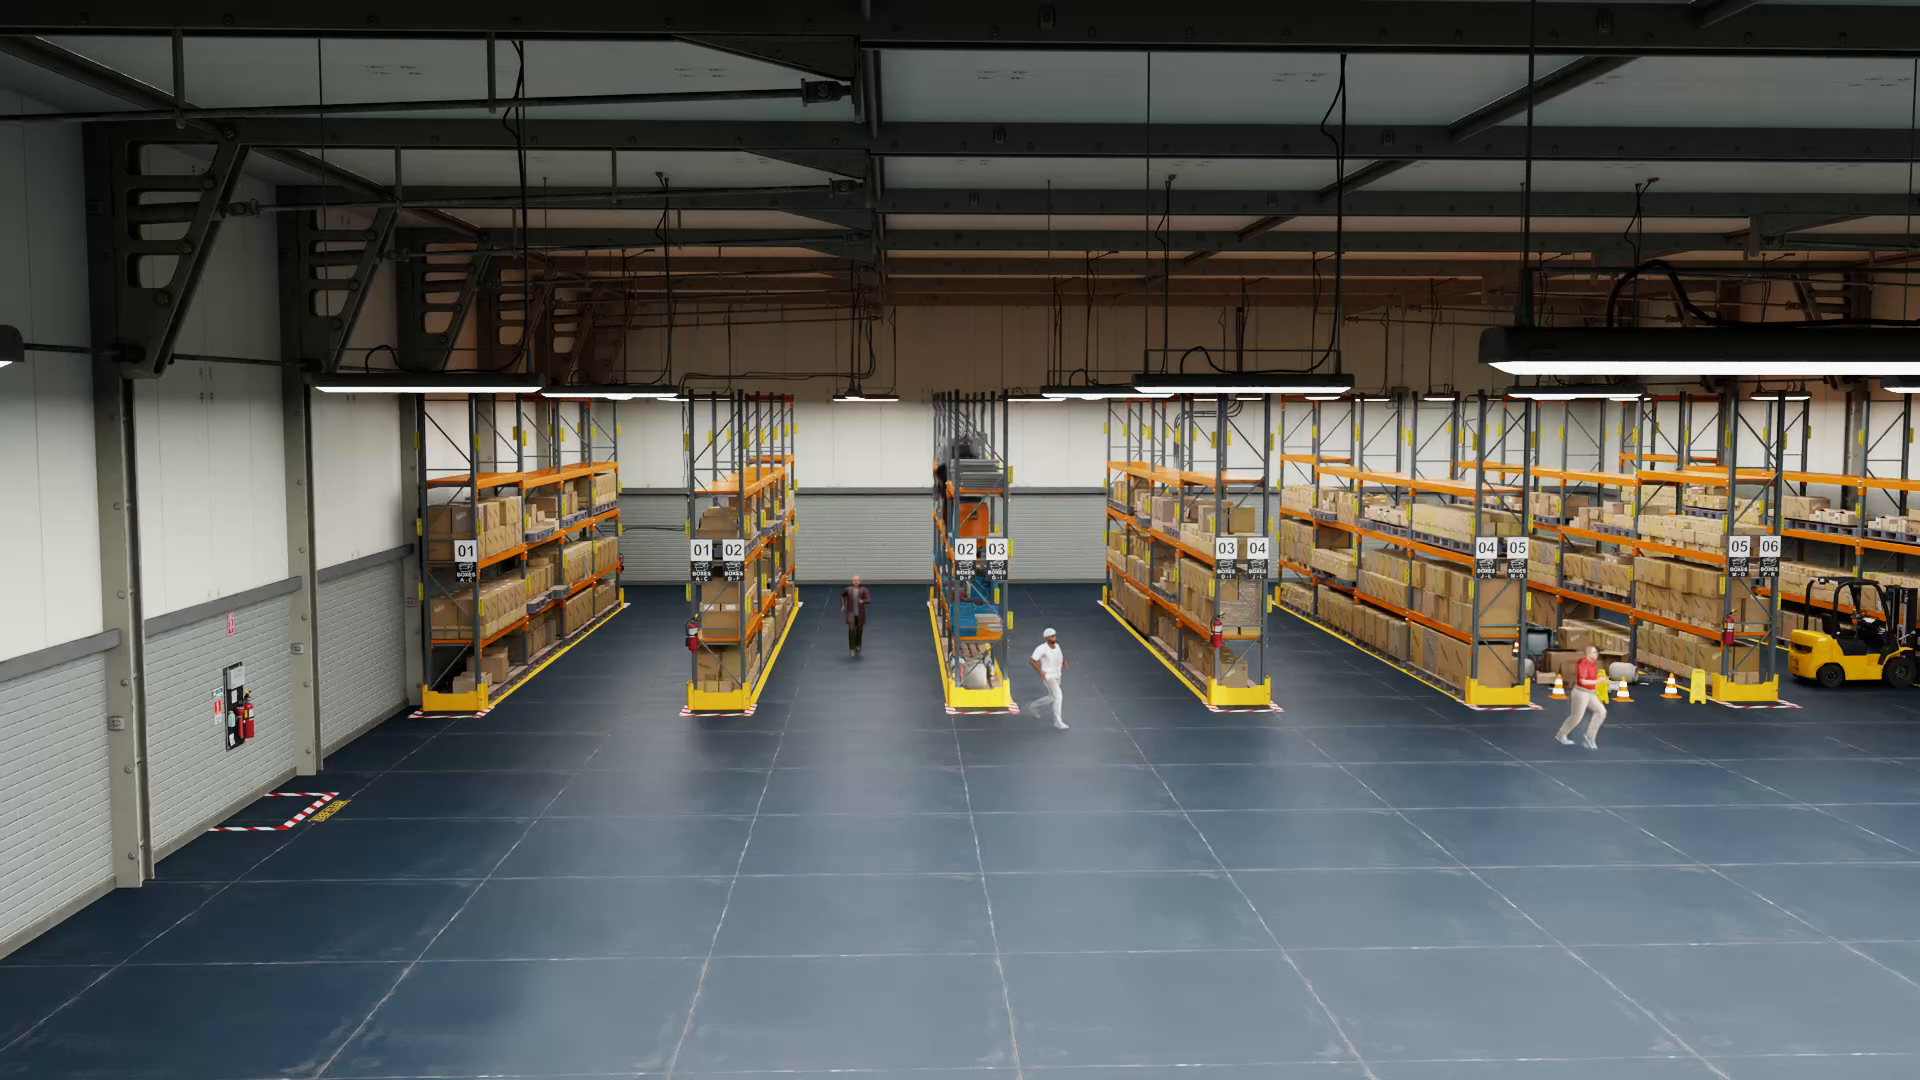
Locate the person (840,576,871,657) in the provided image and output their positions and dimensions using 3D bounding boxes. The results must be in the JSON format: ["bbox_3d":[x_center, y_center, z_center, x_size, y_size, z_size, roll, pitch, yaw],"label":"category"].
[{"bbox_3d":[-2.381,1.714,38.003,0.684,1.806,0.927,-1,5,-7],"label":"person"}]

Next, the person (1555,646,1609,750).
[{"bbox_3d":[10.359,2.624,27.653,0.859,1.762,0.688,4,6,37],"label":"person"}]

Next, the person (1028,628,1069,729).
[{"bbox_3d":[1.591,2.442,29.575,0.852,1.767,0.689,3,6,35],"label":"person"}]

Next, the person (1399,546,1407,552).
[{"bbox_3d":[13.103,0.913,49.252,0.561,1.614,0.585,-1,5,-10],"label":"person"}]
